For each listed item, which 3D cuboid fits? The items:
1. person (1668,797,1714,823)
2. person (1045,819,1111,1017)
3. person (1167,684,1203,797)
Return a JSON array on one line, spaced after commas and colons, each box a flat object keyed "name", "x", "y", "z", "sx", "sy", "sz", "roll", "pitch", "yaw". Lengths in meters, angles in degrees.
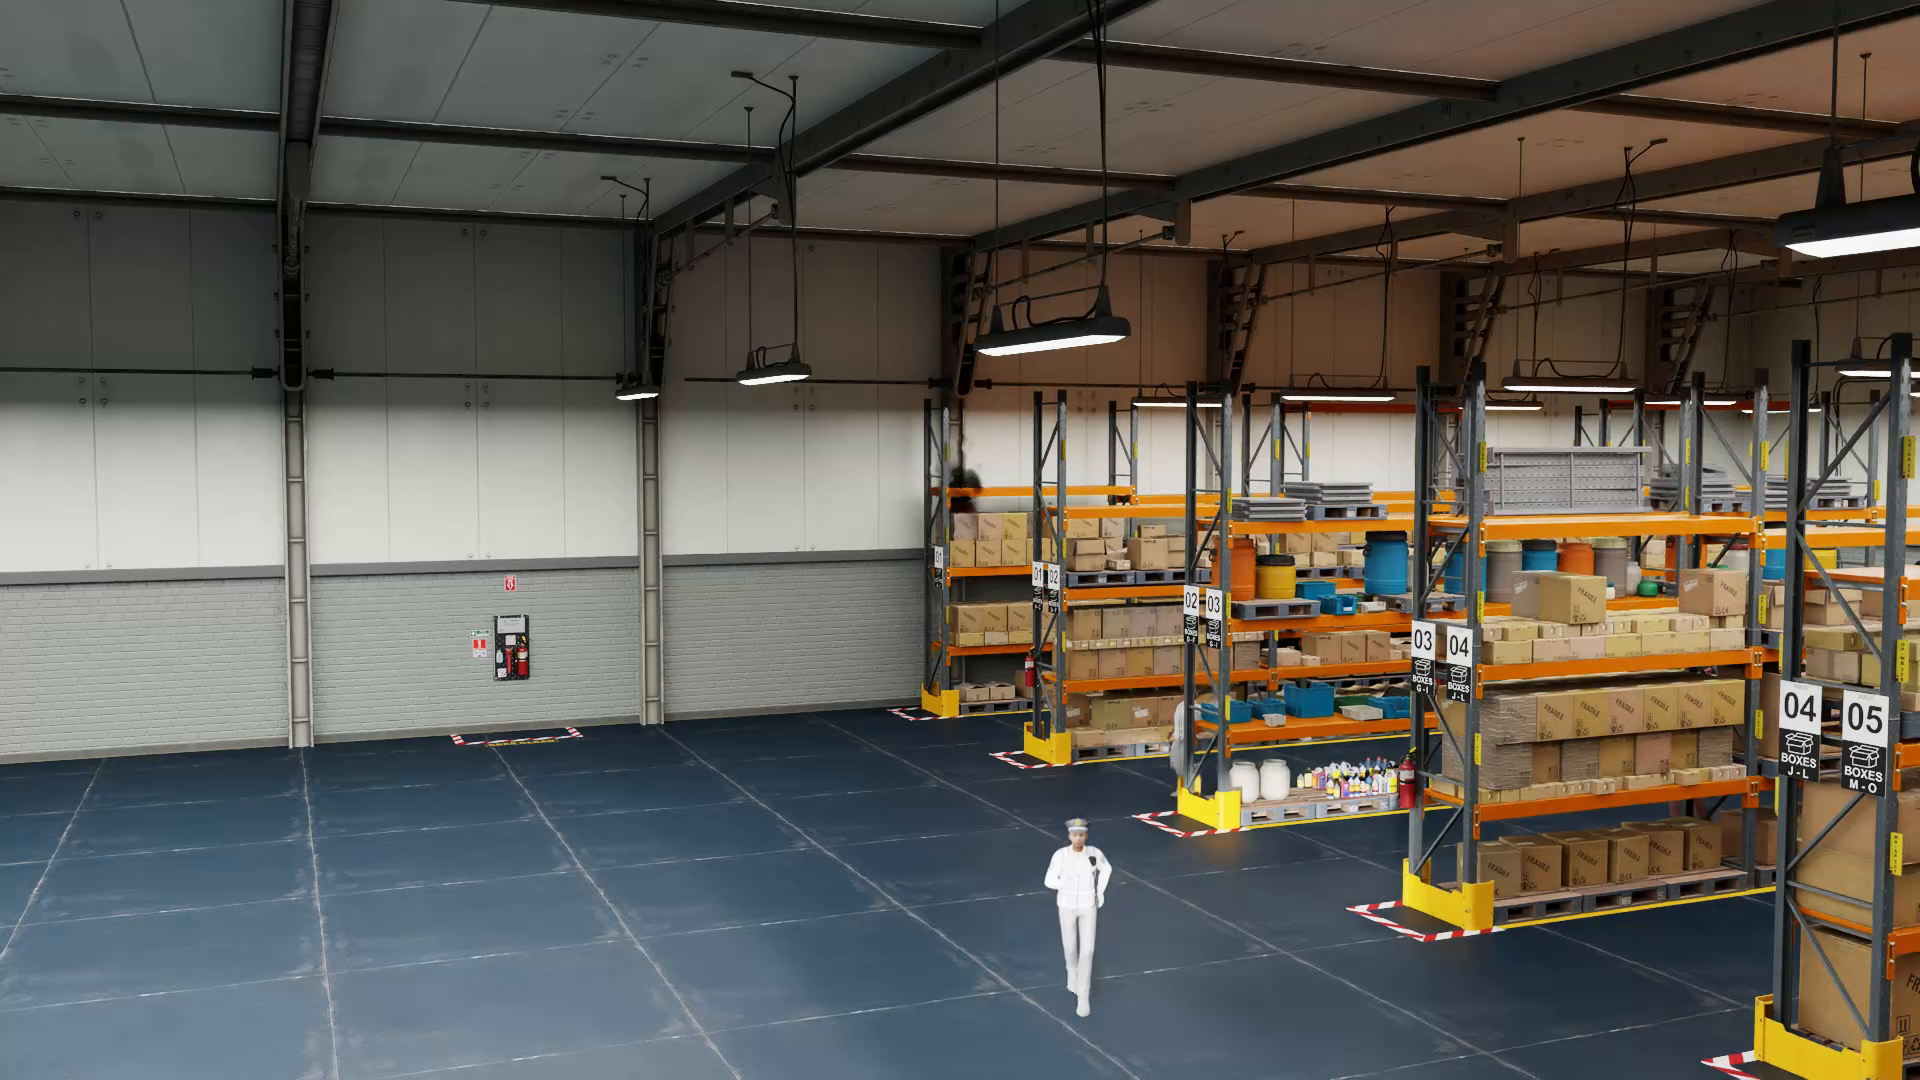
[{"name": "person", "x": 9.453, "y": 3.067, "z": 21.463, "sx": 0.726, "sy": 1.713, "sz": 0.581, "roll": -1, "pitch": 4, "yaw": -22}, {"name": "person", "x": 1.080, "y": 3.395, "z": 15.239, "sx": 0.602, "sy": 1.696, "sz": 0.852, "roll": 0, "pitch": 3, "yaw": 5}, {"name": "person", "x": 3.331, "y": 2.911, "z": 24.312, "sx": 0.616, "sy": 1.652, "sz": 0.568, "roll": -3, "pitch": 4, "yaw": -38}]
